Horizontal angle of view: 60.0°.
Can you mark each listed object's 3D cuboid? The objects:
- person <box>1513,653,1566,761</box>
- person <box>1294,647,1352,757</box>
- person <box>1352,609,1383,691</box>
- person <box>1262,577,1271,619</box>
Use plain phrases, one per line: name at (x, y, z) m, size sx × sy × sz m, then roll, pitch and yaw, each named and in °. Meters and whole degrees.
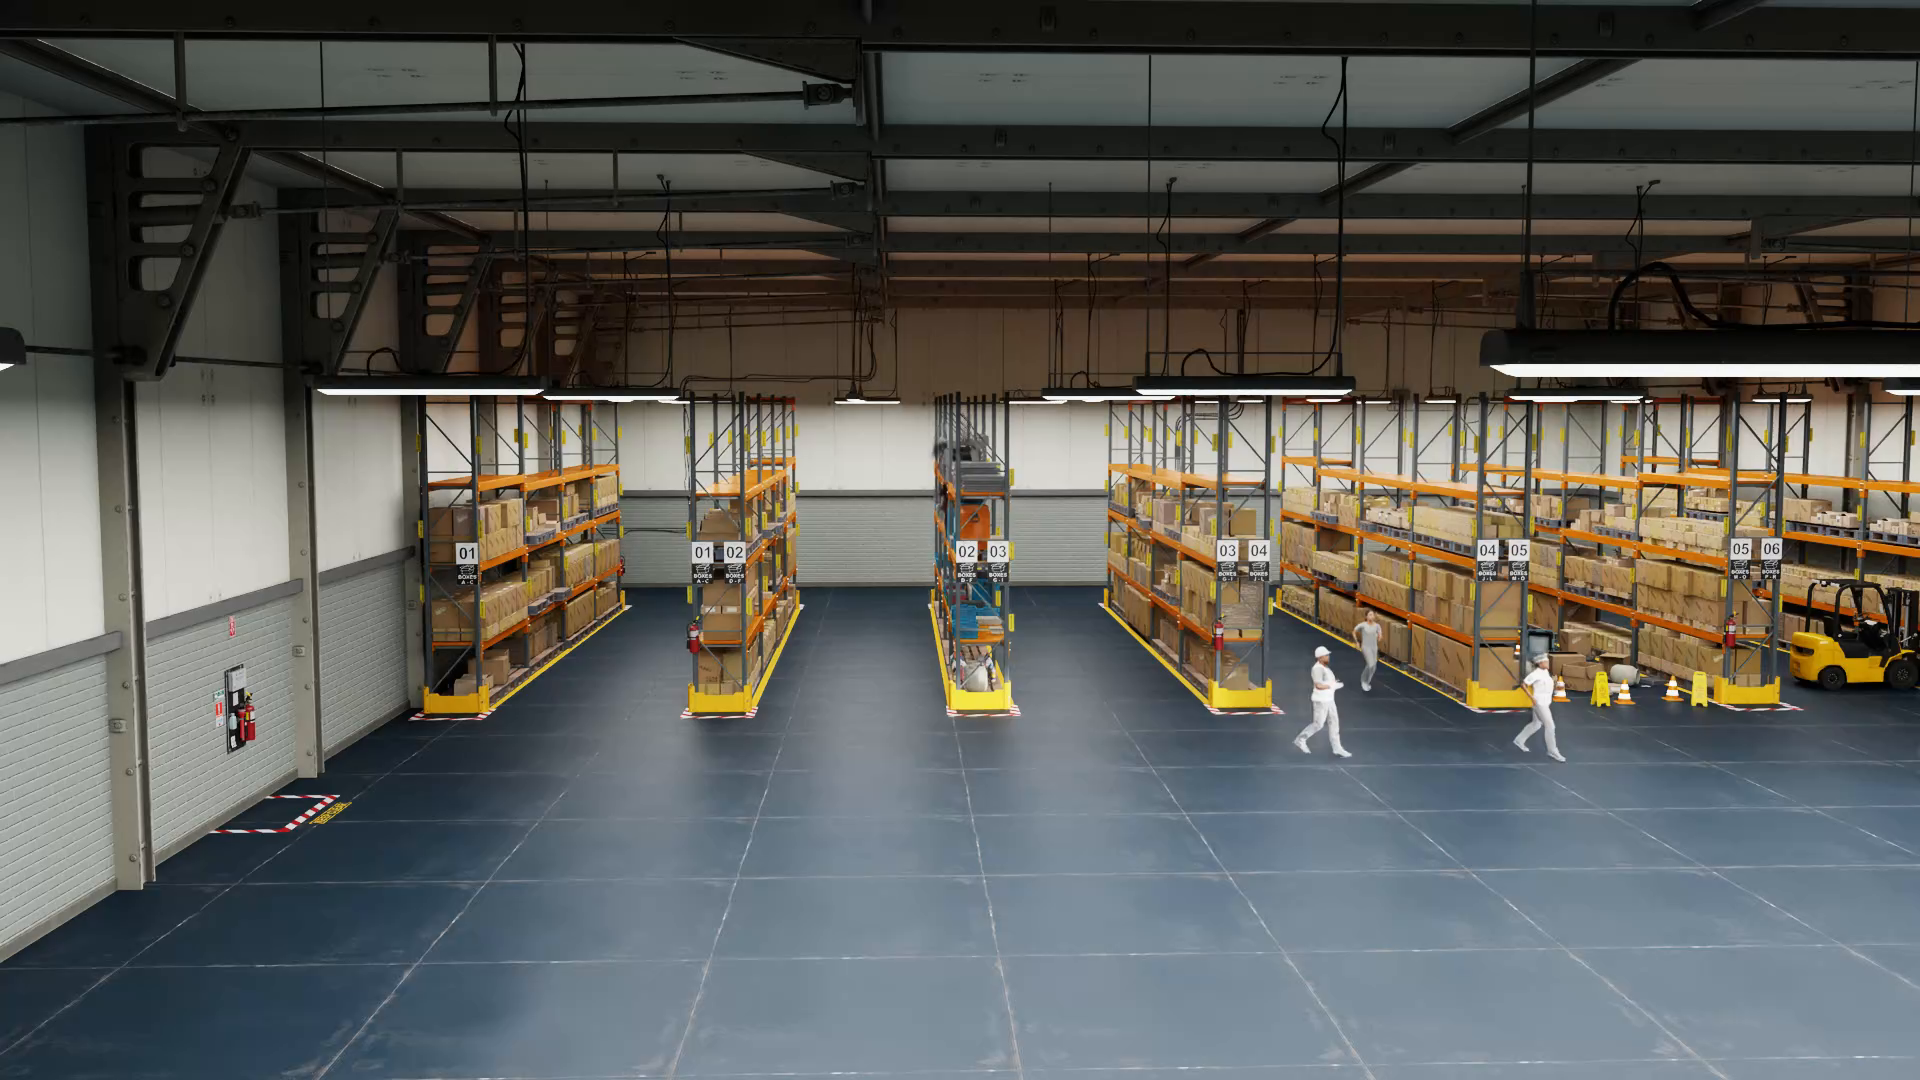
person at (9.453, 2.691, 27.089) m, size 0.885 × 1.721 × 0.562 m, roll 3°, pitch 6°, yaw 34°
person at (5.923, 2.626, 27.099) m, size 0.929 × 1.779 × 0.683 m, roll 2°, pitch 5°, yaw 26°
person at (8.231, 2.210, 33.393) m, size 0.546 × 1.638 × 0.647 m, roll -1°, pitch 5°, yaw -15°
person at (8.068, 1.382, 44.588) m, size 0.535 × 1.579 × 0.594 m, roll 0°, pitch 5°, yaw 5°
